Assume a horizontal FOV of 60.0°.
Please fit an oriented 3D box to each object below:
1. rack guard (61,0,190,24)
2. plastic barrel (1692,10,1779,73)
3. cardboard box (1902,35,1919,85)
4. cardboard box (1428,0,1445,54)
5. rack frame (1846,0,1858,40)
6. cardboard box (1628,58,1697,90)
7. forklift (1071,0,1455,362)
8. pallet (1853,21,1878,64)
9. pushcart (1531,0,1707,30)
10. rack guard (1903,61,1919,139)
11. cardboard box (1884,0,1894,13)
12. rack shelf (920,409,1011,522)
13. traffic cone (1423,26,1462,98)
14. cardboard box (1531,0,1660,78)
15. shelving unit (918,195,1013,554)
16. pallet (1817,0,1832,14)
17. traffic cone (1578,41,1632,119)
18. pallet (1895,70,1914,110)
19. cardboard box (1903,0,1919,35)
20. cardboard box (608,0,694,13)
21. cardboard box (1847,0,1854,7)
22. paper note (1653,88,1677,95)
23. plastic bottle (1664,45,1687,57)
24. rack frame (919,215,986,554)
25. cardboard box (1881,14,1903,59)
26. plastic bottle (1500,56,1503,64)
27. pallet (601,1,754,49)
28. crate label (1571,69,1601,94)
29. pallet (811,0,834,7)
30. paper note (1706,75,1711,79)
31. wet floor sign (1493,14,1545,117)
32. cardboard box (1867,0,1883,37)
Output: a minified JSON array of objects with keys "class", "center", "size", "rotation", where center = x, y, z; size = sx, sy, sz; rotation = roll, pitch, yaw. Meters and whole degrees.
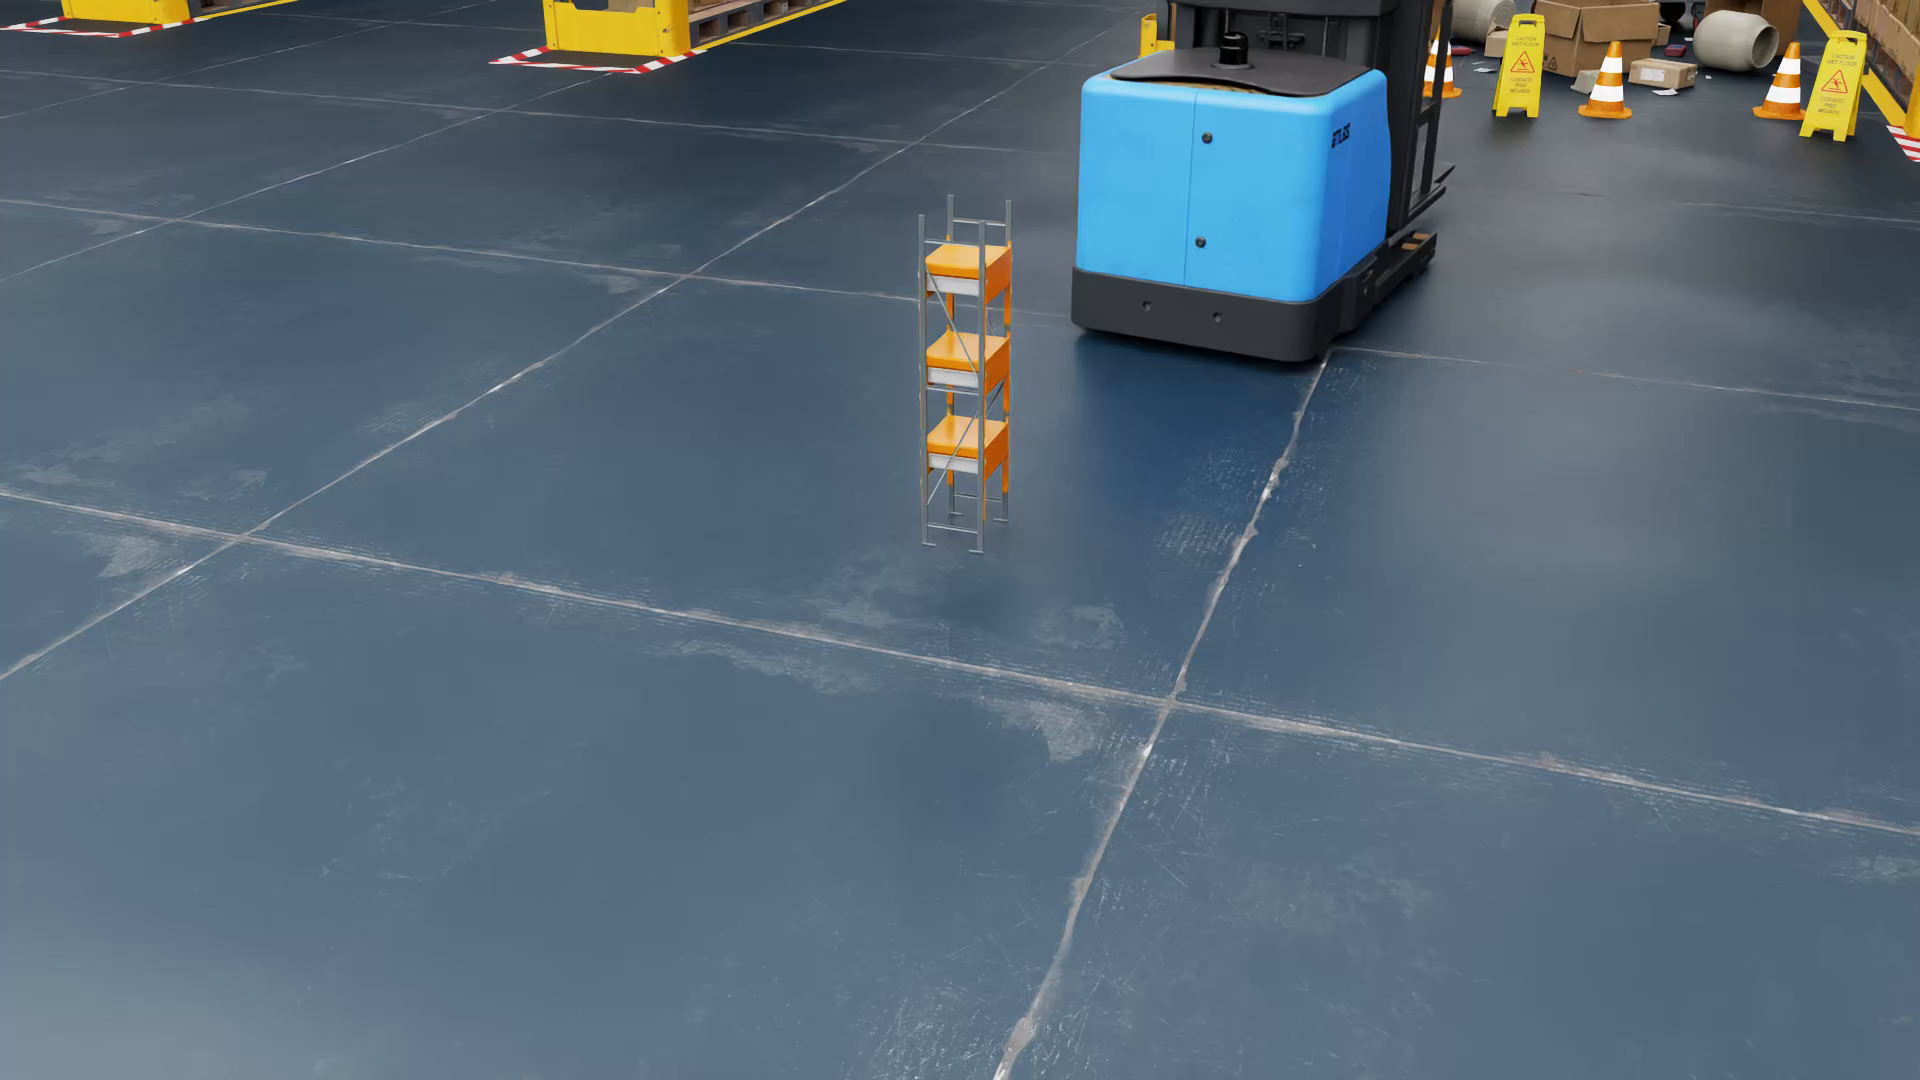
[{"class":"rack guard","center":[-7.467,-4.905,14.806],"size":[1.175,0.500,0.348],"rotation":[9,27,17]},{"class":"plastic barrel","center":[5.827,-3.745,12.499],"size":[0.421,0.421,0.512],"rotation":[-14,29,-27]},{"class":"cardboard box","center":[6.591,-3.169,11.026],"size":[0.500,0.250,0.500],"rotation":[9,27,17]},{"class":"cardboard box","center":[3.648,-4.246,13.442],"size":[0.500,0.500,0.500],"rotation":[14,29,26]},{"class":"rack frame","center":[7.899,-5.480,13.126],"size":[1.000,3.000,0.127],"rotation":[9,27,17]},{"class":"cardboard box","center":[5.099,-3.384,12.069],"size":[0.250,0.149,0.380],"rotation":[-20,33,-36]},{"class":"forklift","center":[1.618,-2.625,7.308],"size":[1.130,2.935,3.031],"rotation":[13,29,26]},{"class":"pallet","center":[7.709,-3.944,13.153],"size":[1.003,0.211,1.213],"rotation":[9,27,17]},{"class":"pushcart","center":[5.732,-4.610,14.338],"size":[1.648,0.377,0.936],"rotation":[0,26,-1]},{"class":"rack guard","center":[6.593,-2.742,10.340],"size":[1.175,0.500,0.348],"rotation":[9,27,17]},{"class":"cardboard box","center":[7.107,-4.131,12.153],"size":[0.500,0.500,0.500],"rotation":[10,28,20]},{"class":"rack shelf","center":[0.018,-0.235,5.192],"size":[0.215,0.259,0.240],"rotation":[9,27,17]},{"class":"traffic cone","center":[3.382,-3.383,11.706],"size":[0.336,0.463,0.334],"rotation":[9,27,17]},{"class":"cardboard box","center":[4.765,-3.802,12.524],"size":[0.797,0.503,0.637],"rotation":[-9,27,-18]},{"class":"shelving unit","center":[0.018,-0.495,5.067],"size":[0.215,1.050,0.252],"rotation":[9,27,17]},{"class":"pallet","center":[8.561,-5.048,15.434],"size":[1.003,0.211,1.213],"rotation":[9,27,17]},{"class":"traffic cone","center":[4.334,-3.079,11.079],"size":[0.336,0.463,0.334],"rotation":[9,27,17]},{"class":"pallet","center":[6.897,-2.941,11.082],"size":[1.003,0.211,1.213],"rotation":[9,27,17]},{"class":"cardboard box","center":[6.759,-3.707,11.277],"size":[0.500,0.500,0.500],"rotation":[10,28,19]},{"class":"cardboard box","center":[-2.554,-4.591,13.677],"size":[0.500,0.500,0.500],"rotation":[14,29,27]},{"class":"cardboard box","center":[8.071,-4.702,14.053],"size":[0.950,0.372,0.625],"rotation":[9,27,18]},{"class":"paper note","center":[5.005,-3.177,11.777],"size":[0.148,0.019,0.142],"rotation":[0,26,-1]},{"class":"plastic bottle","center":[5.701,-3.899,13.233],"size":[0.133,0.061,0.283],"rotation":[14,29,26]},{"class":"rack frame","center":[-0.023,-0.444,4.963],"size":[0.200,1.050,0.008],"rotation":[9,27,17]},{"class":"cardboard box","center":[6.932,-3.586,11.889],"size":[0.500,0.250,0.500],"rotation":[8,27,16]},{"class":"plastic bottle","center":[4.232,-3.674,12.767],"size":[0.133,0.061,0.283],"rotation":[0,26,-1]},{"class":"pallet","center":[-2.449,-4.378,14.050],"size":[1.003,0.211,1.213],"rotation":[9,27,17]},{"class":"crate label","center":[4.538,-3.265,11.836],"size":[0.250,0.136,0.298],"rotation":[-5,26,-9]},{"class":"pallet","center":[-1.637,-5.381,16.121],"size":[1.003,0.211,1.213],"rotation":[9,27,17]},{"class":"paper note","center":[5.549,-3.433,12.329],"size":[0.032,0.001,0.123],"rotation":[9,27,17]},{"class":"wet floor sign","center":[3.724,-3.154,11.023],"size":[0.267,0.644,0.232],"rotation":[4,26,8]},{"class":"cardboard box","center":[7.281,-4.007,12.757],"size":[0.500,0.250,0.500],"rotation":[10,28,20]}]
